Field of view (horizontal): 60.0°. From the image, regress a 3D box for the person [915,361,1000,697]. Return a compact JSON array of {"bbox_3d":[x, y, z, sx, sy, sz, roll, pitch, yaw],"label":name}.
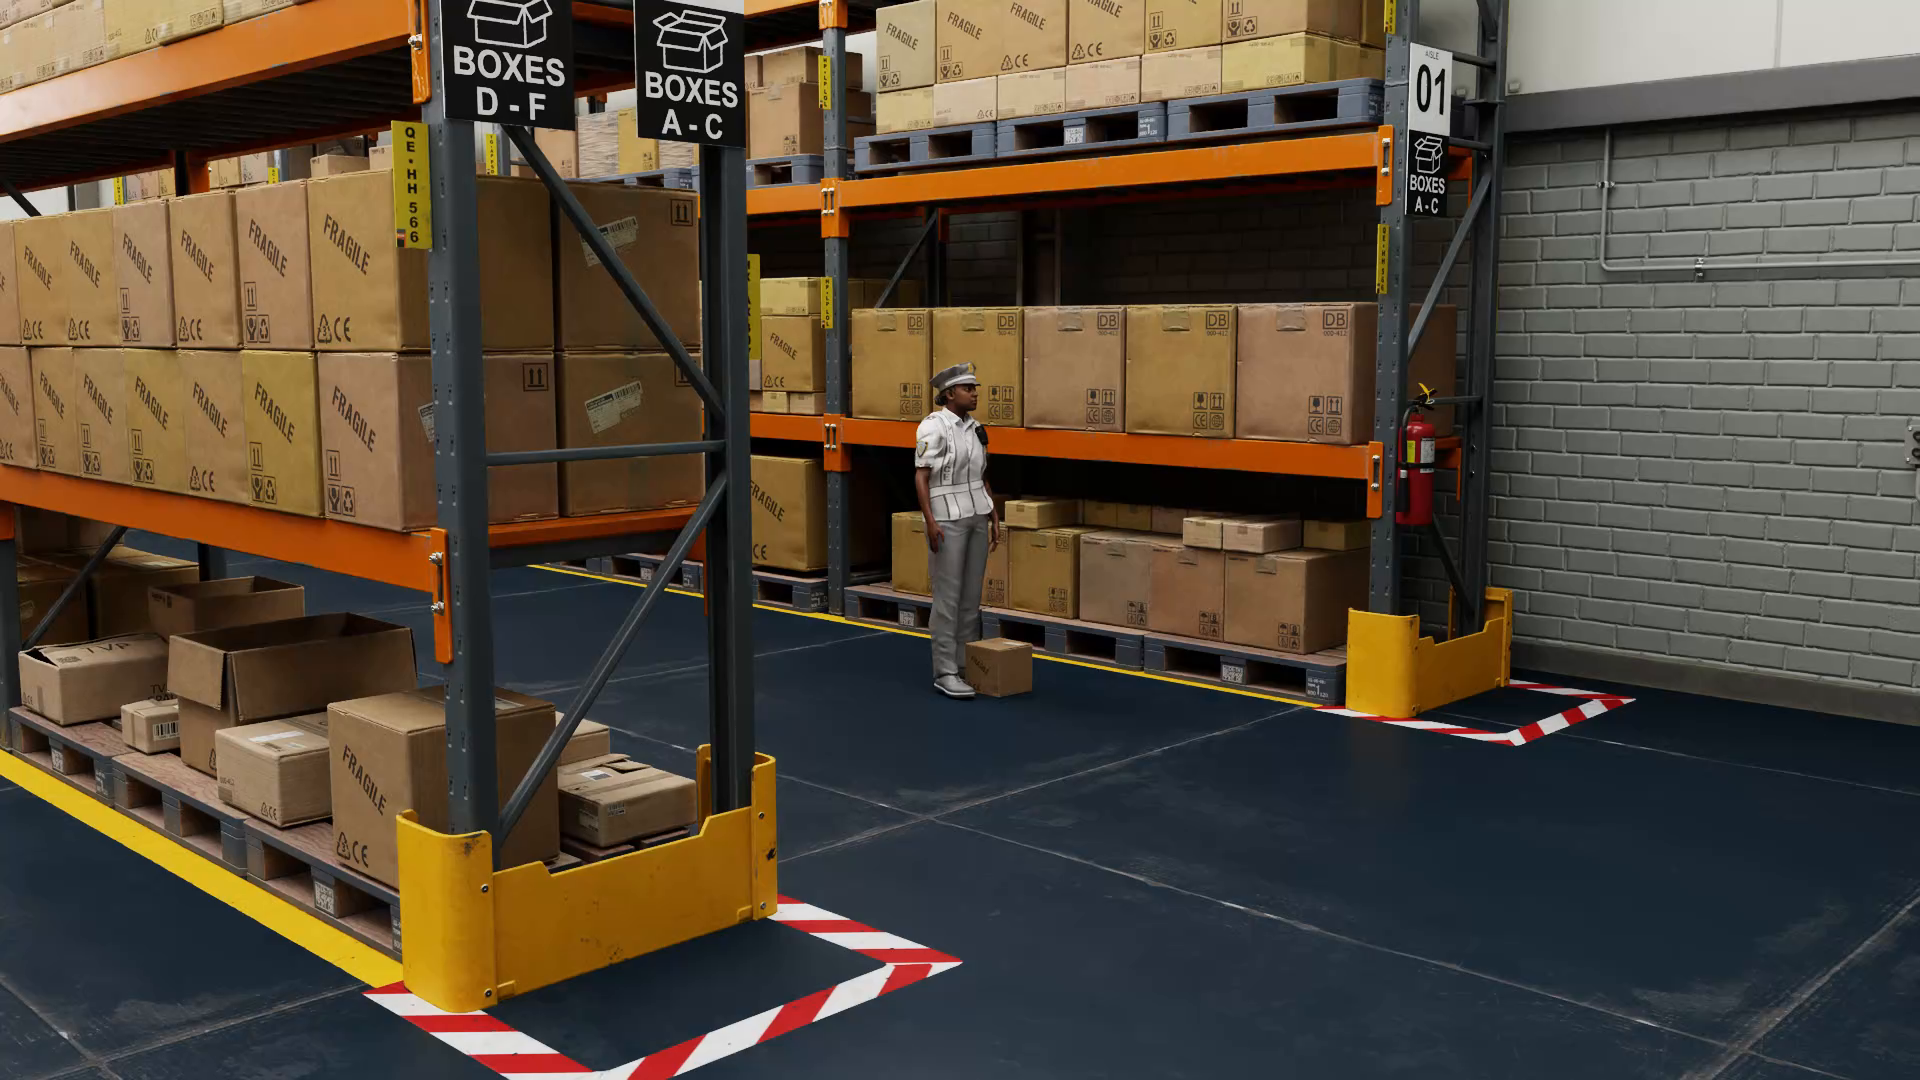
[{"bbox_3d":[0.030,-0.078,8.673,0.528,1.696,0.569,7,10,43],"label":"person"}]
